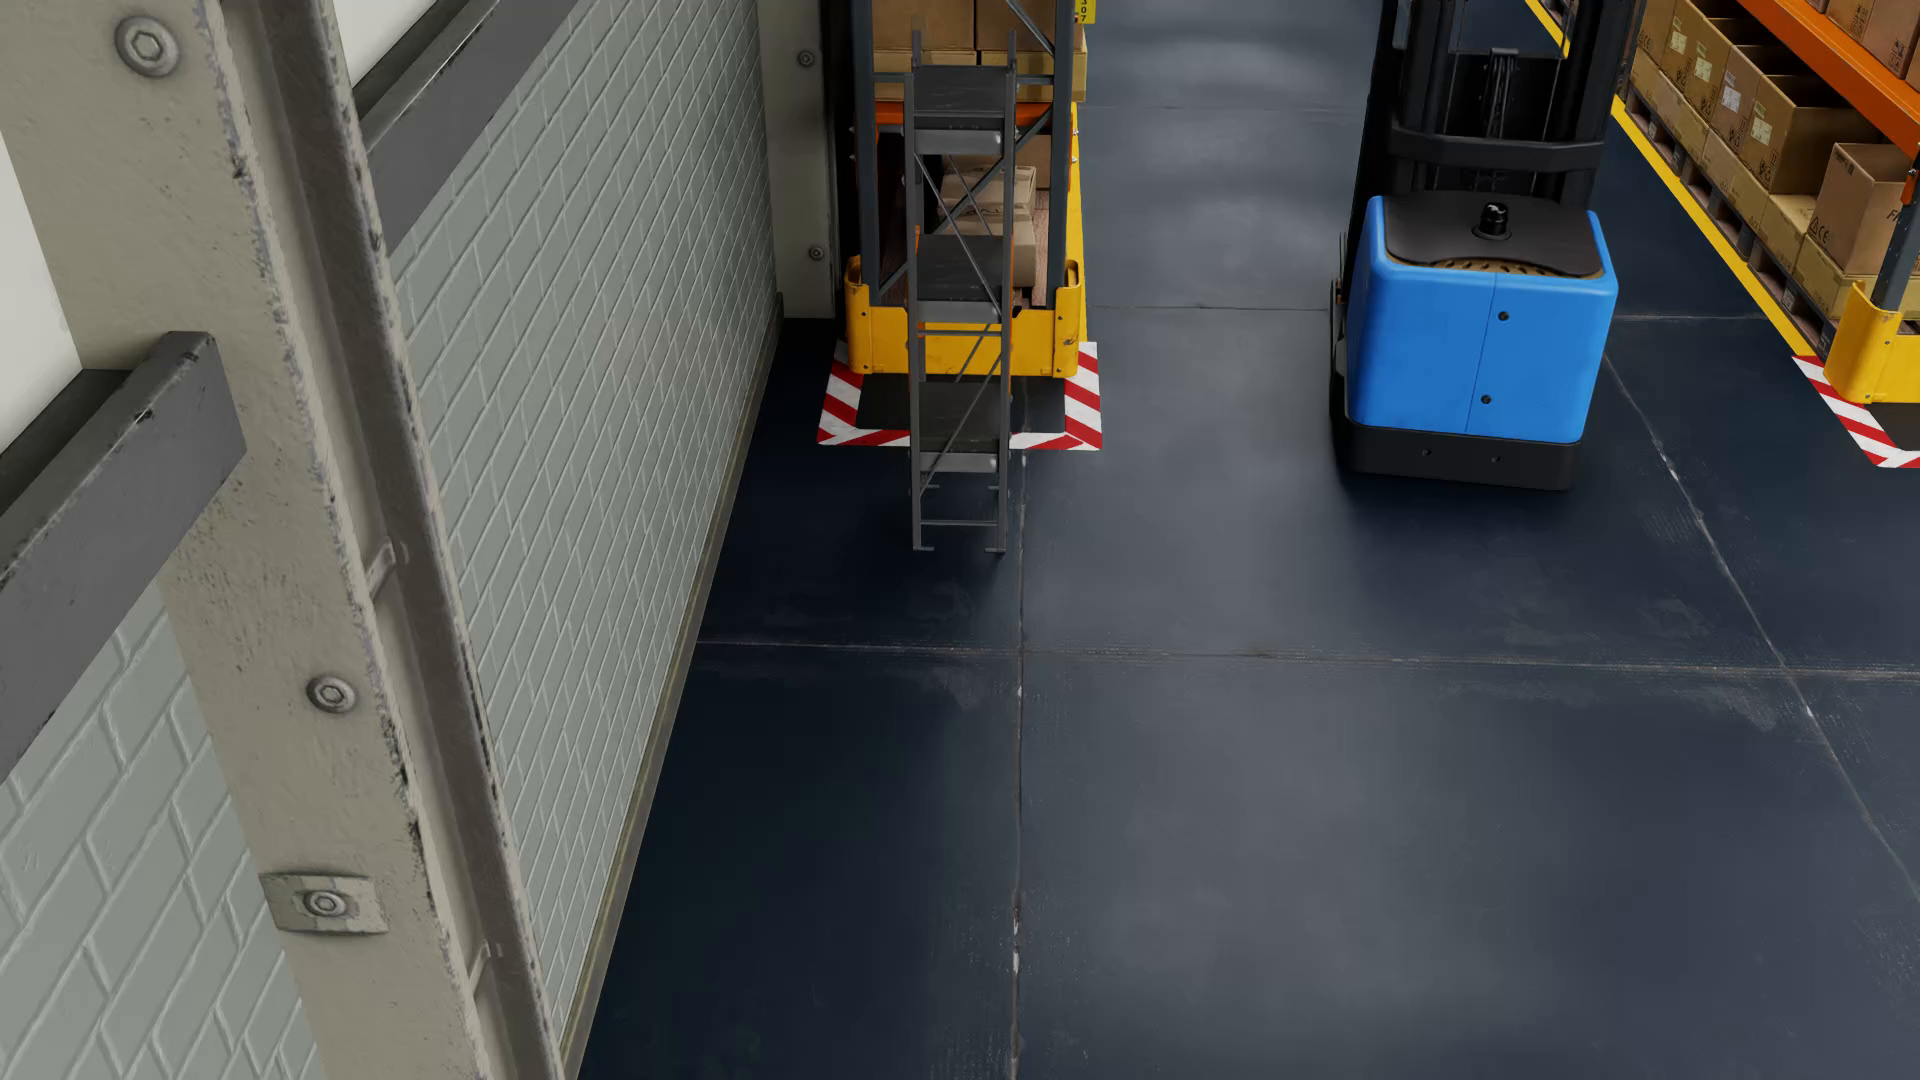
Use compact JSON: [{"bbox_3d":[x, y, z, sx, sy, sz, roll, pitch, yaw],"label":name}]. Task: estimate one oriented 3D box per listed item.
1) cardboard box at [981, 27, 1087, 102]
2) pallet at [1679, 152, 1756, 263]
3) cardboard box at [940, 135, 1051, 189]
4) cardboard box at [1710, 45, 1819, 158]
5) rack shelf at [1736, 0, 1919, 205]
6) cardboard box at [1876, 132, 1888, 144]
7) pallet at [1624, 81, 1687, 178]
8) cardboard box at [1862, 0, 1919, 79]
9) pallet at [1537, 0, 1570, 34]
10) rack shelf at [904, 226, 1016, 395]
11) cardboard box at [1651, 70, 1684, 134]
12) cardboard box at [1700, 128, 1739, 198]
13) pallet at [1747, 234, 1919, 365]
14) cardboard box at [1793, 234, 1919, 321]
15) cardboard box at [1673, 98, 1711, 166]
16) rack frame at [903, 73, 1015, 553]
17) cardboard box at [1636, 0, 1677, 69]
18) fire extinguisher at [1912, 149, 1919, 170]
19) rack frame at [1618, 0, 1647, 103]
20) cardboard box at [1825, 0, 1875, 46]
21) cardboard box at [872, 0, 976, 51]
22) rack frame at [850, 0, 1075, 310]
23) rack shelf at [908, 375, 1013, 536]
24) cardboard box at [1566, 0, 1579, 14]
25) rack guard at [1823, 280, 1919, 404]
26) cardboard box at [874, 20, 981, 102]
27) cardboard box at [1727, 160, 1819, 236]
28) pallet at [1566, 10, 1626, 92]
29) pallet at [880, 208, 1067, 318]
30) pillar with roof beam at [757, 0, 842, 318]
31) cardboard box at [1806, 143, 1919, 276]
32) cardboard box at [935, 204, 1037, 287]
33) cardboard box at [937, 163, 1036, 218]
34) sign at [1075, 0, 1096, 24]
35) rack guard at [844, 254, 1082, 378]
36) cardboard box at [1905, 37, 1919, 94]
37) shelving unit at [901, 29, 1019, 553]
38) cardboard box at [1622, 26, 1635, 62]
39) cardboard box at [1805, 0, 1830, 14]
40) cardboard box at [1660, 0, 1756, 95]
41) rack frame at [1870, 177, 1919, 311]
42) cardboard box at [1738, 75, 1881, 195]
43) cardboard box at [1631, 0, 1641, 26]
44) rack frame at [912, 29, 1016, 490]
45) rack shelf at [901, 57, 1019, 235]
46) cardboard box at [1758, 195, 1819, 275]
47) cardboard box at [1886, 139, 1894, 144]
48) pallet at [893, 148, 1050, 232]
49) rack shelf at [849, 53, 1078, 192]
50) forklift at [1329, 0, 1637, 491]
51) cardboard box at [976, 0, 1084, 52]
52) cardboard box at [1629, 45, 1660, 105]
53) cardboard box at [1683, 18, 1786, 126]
[{"bbox_3d":[0.351,-2.336,8.078,0.500,0.250,0.500,0,35,1],"label":"cardboard box"},{"bbox_3d":[5.005,-2.002,9.915,1.003,0.211,1.213,1,35,2],"label":"pallet"},{"bbox_3d":[0.234,-2.416,9.871,0.700,0.500,0.500,-1,35,-1],"label":"cardboard box"},{"bbox_3d":[4.735,-2.534,9.621,0.500,0.500,0.500,1,35,2],"label":"cardboard box"},{"bbox_3d":[5.044,-2.858,9.334,1.077,0.370,4.000,1,35,2],"label":"rack shelf"},{"bbox_3d":[5.233,-2.235,9.195,0.500,0.500,0.500,1,35,2],"label":"cardboard box"},{"bbox_3d":[5.051,-2.705,10.915,1.003,0.211,1.213,1,35,2],"label":"pallet"},{"bbox_3d":[5.012,-2.614,8.274,0.700,0.500,0.500,2,35,3],"label":"cardboard box"},{"bbox_3d":[5.162,-4.288,13.167,1.003,0.211,1.213,1,35,2],"label":"pallet"},{"bbox_3d":[0.007,-0.943,6.789,0.431,0.518,0.480,1,35,2],"label":"rack shelf"},{"bbox_3d":[4.778,-2.802,10.654,0.500,0.250,0.500,1,35,2],"label":"cardboard box"},{"bbox_3d":[4.739,-2.227,9.837,0.500,0.250,0.500,1,35,2],"label":"cardboard box"},{"bbox_3d":[4.953,-1.303,8.920,1.003,0.211,1.213,1,35,2],"label":"pallet"},{"bbox_3d":[4.690,-1.365,8.610,0.500,0.250,0.500,1,35,2],"label":"cardboard box"},{"bbox_3d":[4.753,-2.515,10.246,0.500,0.250,0.500,1,35,2],"label":"cardboard box"},{"bbox_3d":[-0.003,-0.814,6.582,0.400,2.100,0.015,1,35,2],"label":"rack frame"},{"bbox_3d":[4.793,-3.396,10.847,0.500,0.500,0.500,1,35,2],"label":"cardboard box"},{"bbox_3d":[4.495,-1.915,7.433,0.296,0.674,0.183,1,35,2],"label":"fire extinguisher"},{"bbox_3d":[5.125,-4.302,10.762,1.000,3.000,0.127,1,35,2],"label":"rack frame"},{"bbox_3d":[5.038,-2.899,8.680,0.700,0.500,0.500,2,35,2],"label":"cardboard box"},{"bbox_3d":[-0.179,-2.645,7.866,0.500,0.500,0.500,1,35,1],"label":"cardboard box"},{"bbox_3d":[0.014,-2.116,7.652,1.000,3.000,0.127,1,35,2],"label":"rack frame"},{"bbox_3d":[0.007,-0.370,7.192,0.431,0.518,0.480,1,35,2],"label":"rack shelf"},{"bbox_3d":[4.894,-4.178,12.612,0.500,0.250,0.500,2,35,3],"label":"cardboard box"},{"bbox_3d":[4.963,-0.967,8.191,1.175,0.500,0.348,1,35,2],"label":"rack guard"},{"bbox_3d":[-0.161,-2.336,8.078,0.500,0.250,0.500,2,35,3],"label":"cardboard box"},{"bbox_3d":[4.717,-1.940,9.428,0.500,0.250,0.500,1,35,2],"label":"cardboard box"},{"bbox_3d":[5.115,-3.585,12.167,1.003,0.211,1.213,1,35,2],"label":"pallet"},{"bbox_3d":[0.085,-1.484,9.179,1.003,0.211,1.213,1,35,2],"label":"pallet"},{"bbox_3d":[3.480,-4.893,6.386,9.100,9.000,0.400,1,35,2],"label":"pillar with roof beam"},{"bbox_3d":[4.688,-1.672,8.394,0.500,0.500,0.500,1,35,2],"label":"cardboard box"},{"bbox_3d":[0.132,-1.591,8.861,0.500,0.311,0.500,-2,35,-3],"label":"cardboard box"},{"bbox_3d":[0.155,-1.919,9.327,0.500,0.311,0.500,4,35,6],"label":"cardboard box"},{"bbox_3d":[0.556,-2.457,7.385,0.100,0.325,0.005,1,35,2],"label":"sign"},{"bbox_3d":[0.017,-1.137,8.433,1.175,0.500,0.348,1,35,2],"label":"rack guard"},{"bbox_3d":[4.996,-2.312,7.844,0.700,0.500,0.500,1,35,2],"label":"cardboard box"},{"bbox_3d":[0.007,-0.954,6.782,0.431,2.100,0.503,1,35,2],"label":"shelving unit"},{"bbox_3d":[4.852,-3.593,11.780,0.500,0.250,0.500,1,35,1],"label":"cardboard box"},{"bbox_3d":[5.055,-3.202,9.110,0.700,0.500,0.500,2,35,3],"label":"cardboard box"},{"bbox_3d":[4.781,-3.109,10.438,0.500,0.500,0.500,1,35,2],"label":"cardboard box"},{"bbox_3d":[4.964,-2.003,7.492,1.000,3.000,0.127,1,35,2],"label":"rack frame"},{"bbox_3d":[4.714,-2.247,9.212,0.500,0.500,0.500,1,35,2],"label":"cardboard box"},{"bbox_3d":[4.855,-3.817,11.611,0.500,0.311,0.500,1,35,2],"label":"cardboard box"},{"bbox_3d":[0.016,-1.094,6.981,0.400,2.100,0.015,1,35,2],"label":"rack frame"},{"bbox_3d":[0.007,-1.516,6.387,0.431,0.518,0.480,1,35,2],"label":"rack shelf"},{"bbox_3d":[4.698,-1.653,9.019,0.500,0.250,0.500,1,35,2],"label":"cardboard box"},{"bbox_3d":[5.226,-1.947,8.786,0.500,0.500,0.500,1,35,2],"label":"cardboard box"},{"bbox_3d":[0.137,-2.184,10.173,1.003,0.211,1.213,1,35,2],"label":"pallet"},{"bbox_3d":[0.095,-2.970,9.494,1.077,0.370,4.000,1,35,2],"label":"rack shelf"},{"bbox_3d":[2.512,-2.262,7.919,1.130,2.935,3.031,6,36,9],"label":"forklift"},{"bbox_3d":[0.334,-2.637,7.854,0.500,0.500,0.500,1,35,2],"label":"cardboard box"},{"bbox_3d":[4.803,-3.089,11.063,0.500,0.250,0.500,1,35,2],"label":"cardboard box"},{"bbox_3d":[4.753,-2.821,10.030,0.500,0.500,0.500,1,35,2],"label":"cardboard box"}]
